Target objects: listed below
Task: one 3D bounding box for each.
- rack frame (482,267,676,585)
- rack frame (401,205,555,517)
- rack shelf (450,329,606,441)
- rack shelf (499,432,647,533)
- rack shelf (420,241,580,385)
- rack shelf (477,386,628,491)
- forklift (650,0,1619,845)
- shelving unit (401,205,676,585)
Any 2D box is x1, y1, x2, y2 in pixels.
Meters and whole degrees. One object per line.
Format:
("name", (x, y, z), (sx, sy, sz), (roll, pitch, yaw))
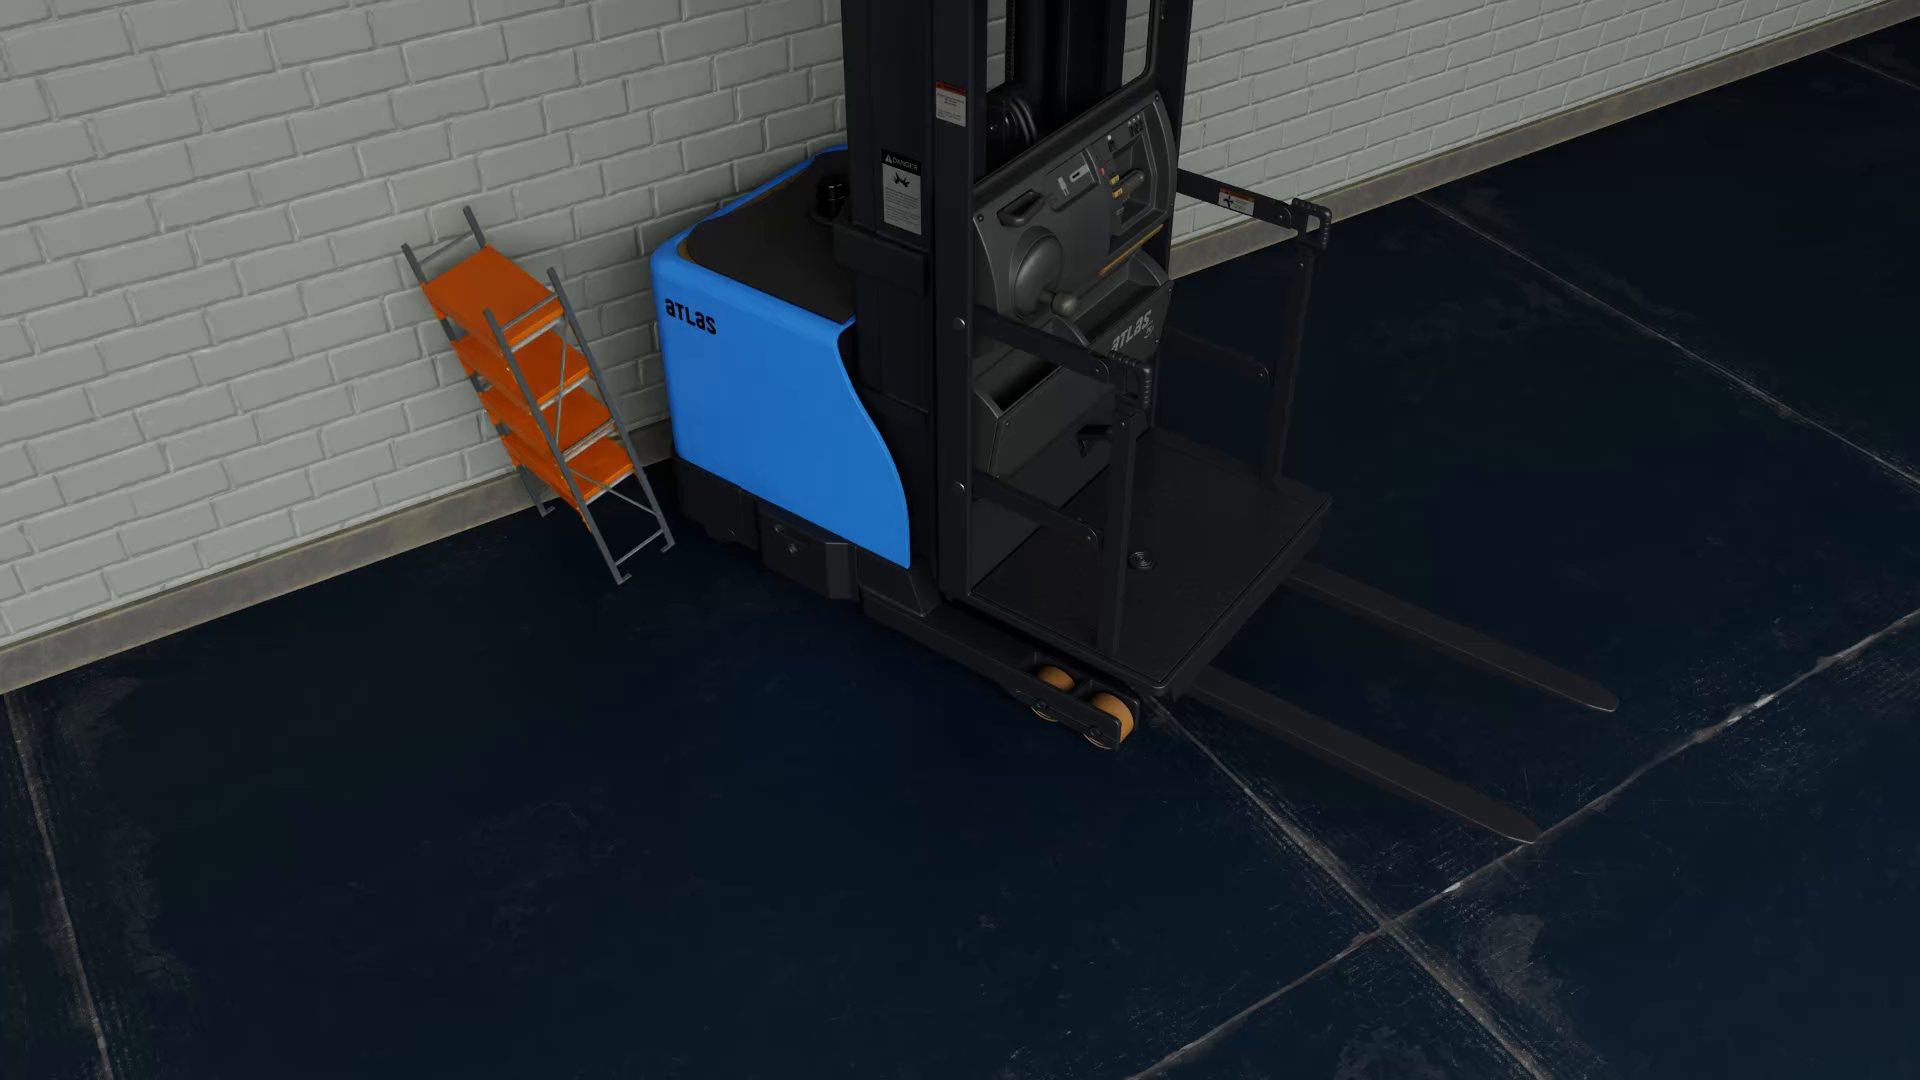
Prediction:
("rack frame", (-1.156, -0.316, 5.165), (0.240, 1.200, 0.015), (-39, 52, -21))
("rack frame", (-1.481, -0.549, 5.446), (0.240, 1.200, 0.015), (-39, 52, -21))
("rack shelf", (-1.344, -0.535, 5.190), (0.258, 0.148, 0.480), (-39, 52, -21))
("rack shelf", (-1.275, -0.257, 5.501), (0.258, 0.148, 0.480), (-39, 52, -21))
("rack shelf", (-1.382, -0.691, 5.017), (0.258, 0.148, 0.480), (-39, 52, -21))
("rack shelf", (-1.307, -0.388, 5.355), (0.258, 0.148, 0.480), (-39, 52, -21))
("forklift", (0.505, -0.889, 4.527), (3.031, 2.935, 1.130), (25, 46, 27))
("shelving unit", (-1.318, -0.432, 5.305), (0.258, 1.200, 0.503), (-39, 52, -21))
